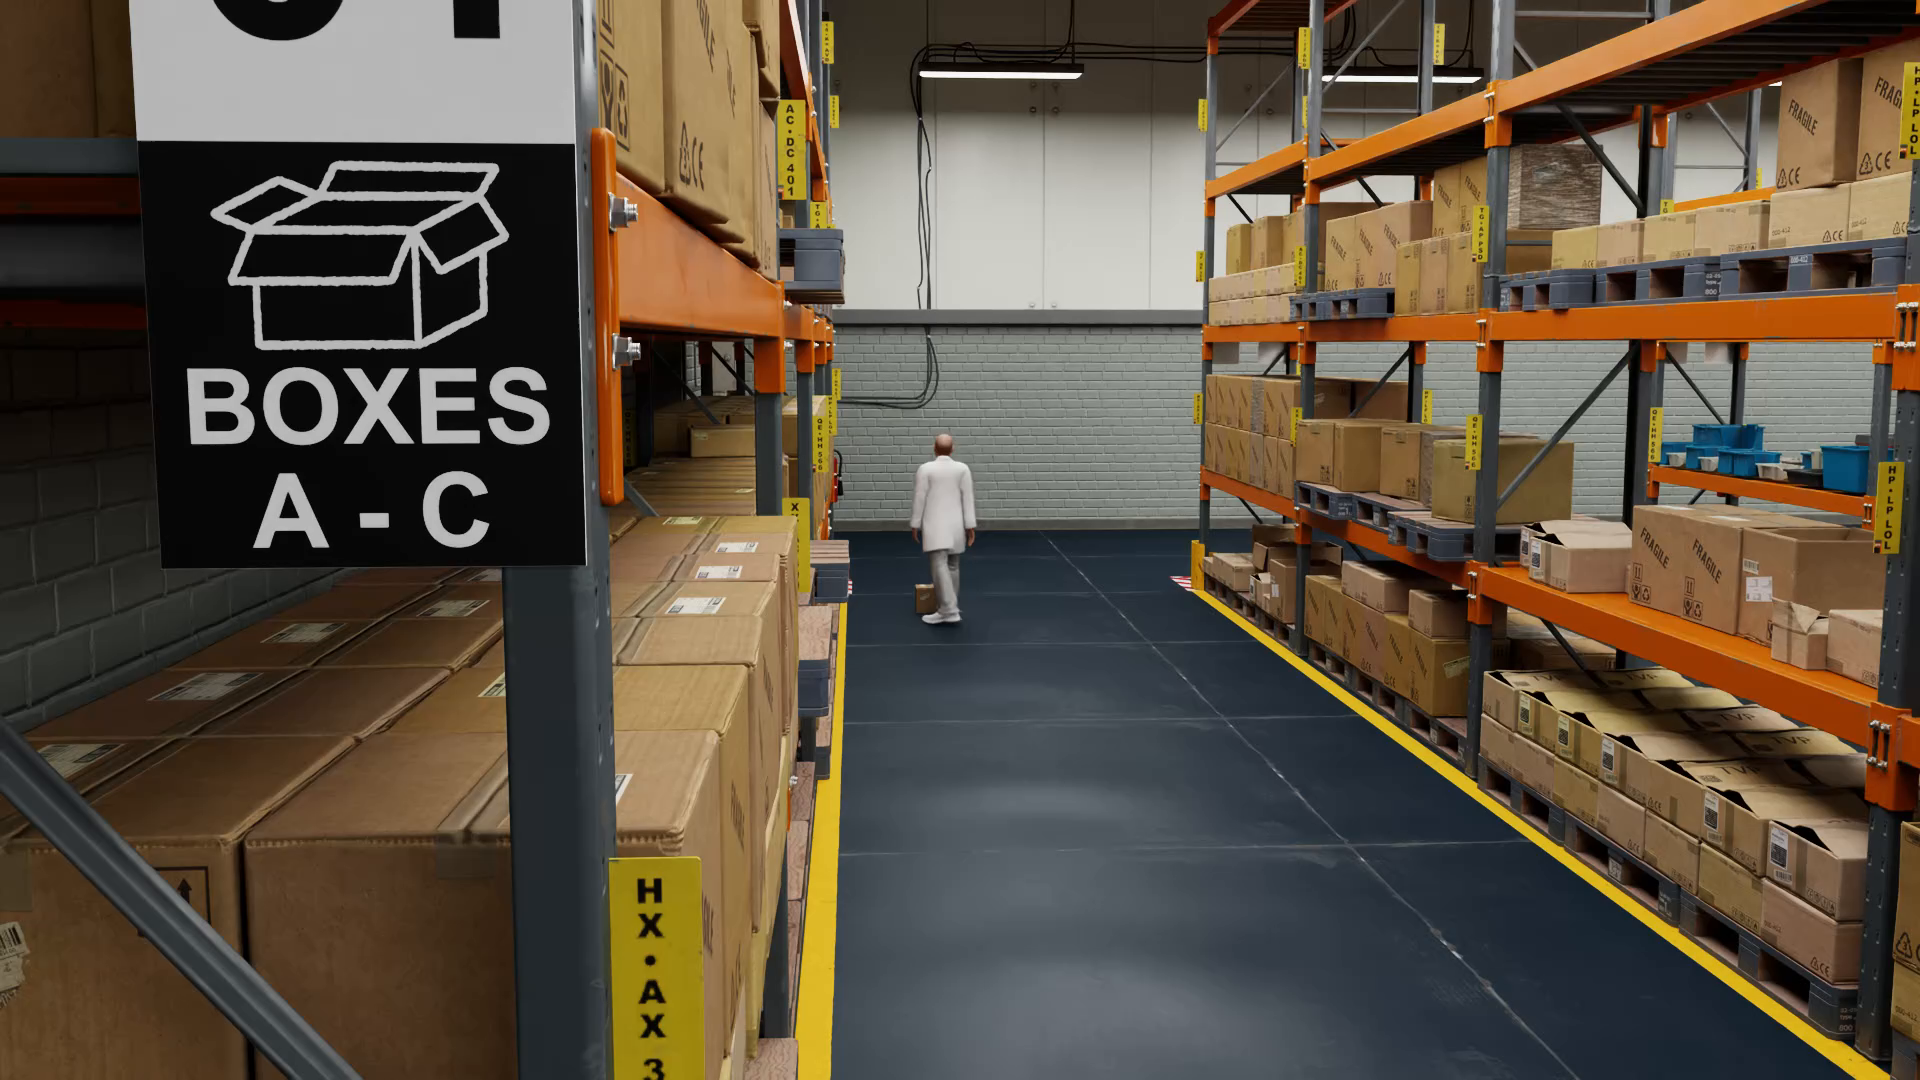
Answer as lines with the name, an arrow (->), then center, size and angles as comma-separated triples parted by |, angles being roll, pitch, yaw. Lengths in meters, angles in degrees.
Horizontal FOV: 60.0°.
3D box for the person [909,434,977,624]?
person -> -0.174, -0.114, 15.698 | 0.585, 1.774, 0.738 | -3, 7, -25
